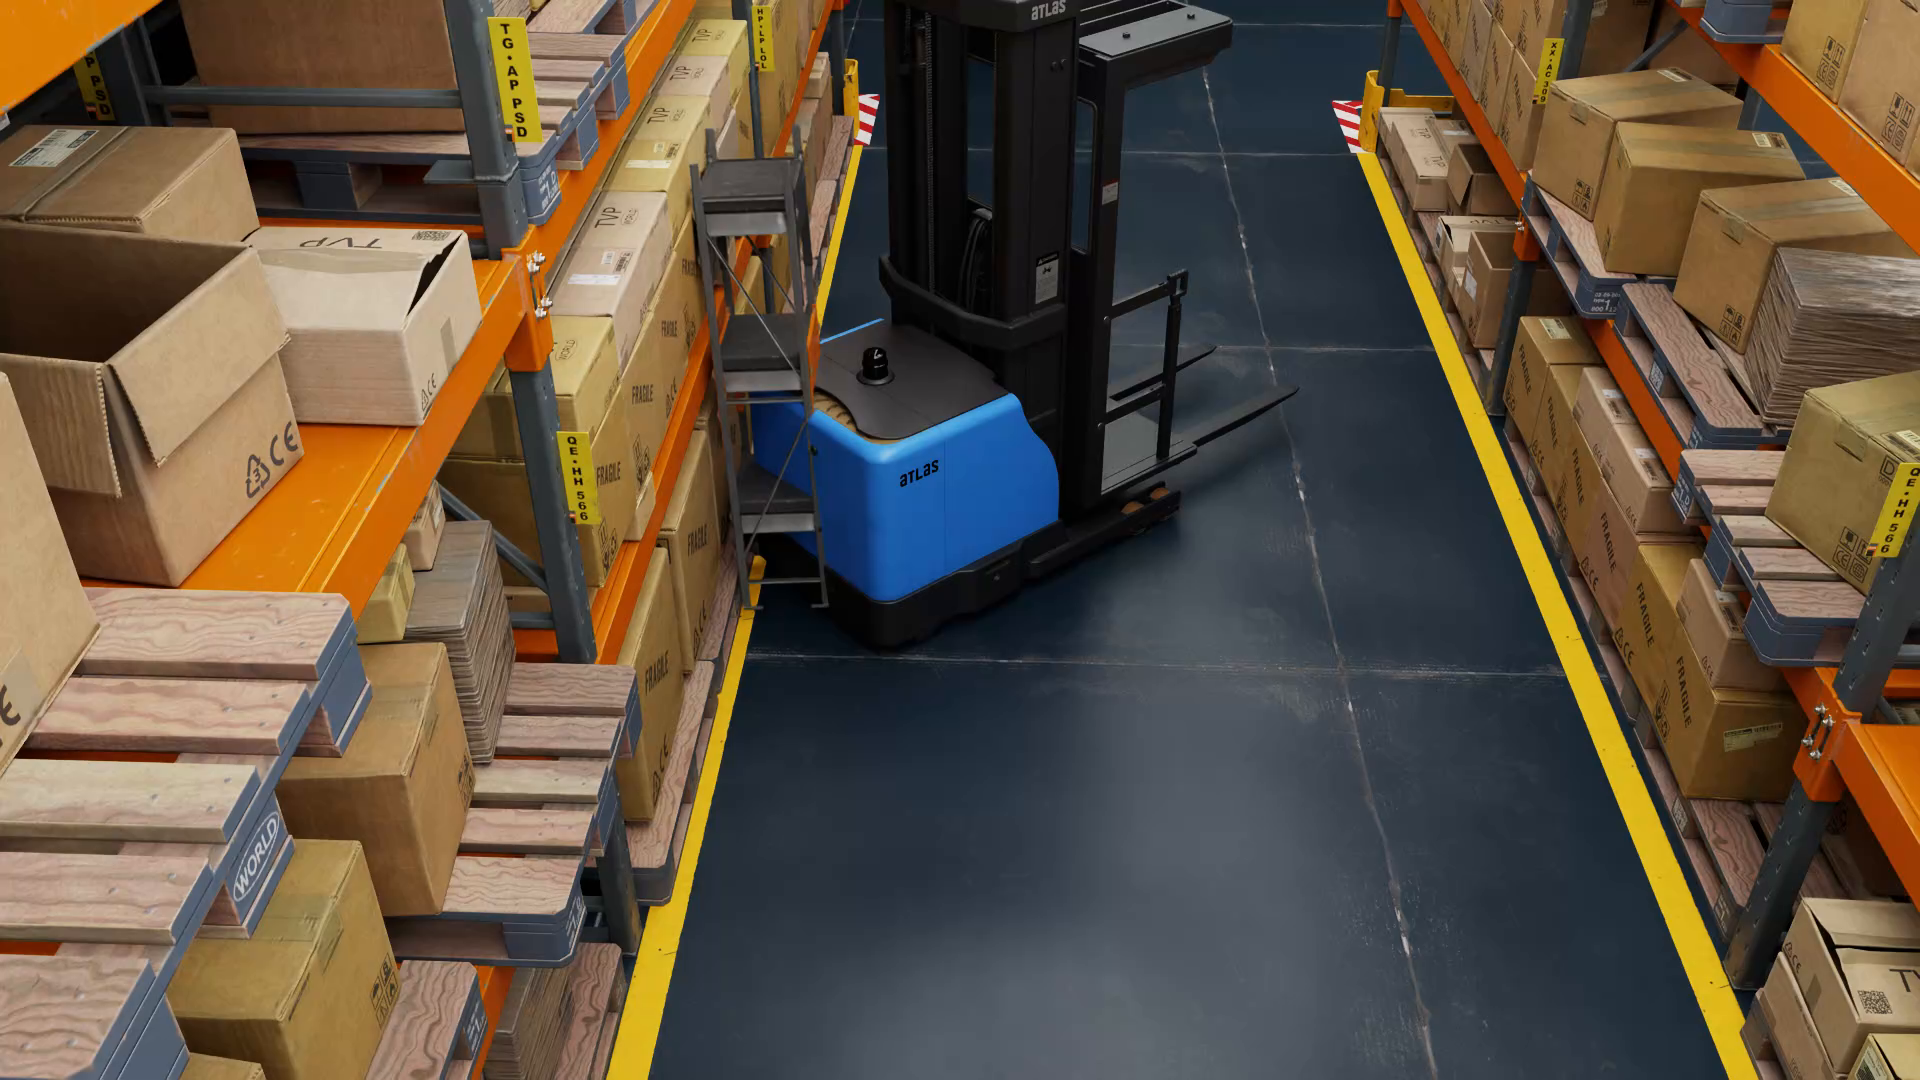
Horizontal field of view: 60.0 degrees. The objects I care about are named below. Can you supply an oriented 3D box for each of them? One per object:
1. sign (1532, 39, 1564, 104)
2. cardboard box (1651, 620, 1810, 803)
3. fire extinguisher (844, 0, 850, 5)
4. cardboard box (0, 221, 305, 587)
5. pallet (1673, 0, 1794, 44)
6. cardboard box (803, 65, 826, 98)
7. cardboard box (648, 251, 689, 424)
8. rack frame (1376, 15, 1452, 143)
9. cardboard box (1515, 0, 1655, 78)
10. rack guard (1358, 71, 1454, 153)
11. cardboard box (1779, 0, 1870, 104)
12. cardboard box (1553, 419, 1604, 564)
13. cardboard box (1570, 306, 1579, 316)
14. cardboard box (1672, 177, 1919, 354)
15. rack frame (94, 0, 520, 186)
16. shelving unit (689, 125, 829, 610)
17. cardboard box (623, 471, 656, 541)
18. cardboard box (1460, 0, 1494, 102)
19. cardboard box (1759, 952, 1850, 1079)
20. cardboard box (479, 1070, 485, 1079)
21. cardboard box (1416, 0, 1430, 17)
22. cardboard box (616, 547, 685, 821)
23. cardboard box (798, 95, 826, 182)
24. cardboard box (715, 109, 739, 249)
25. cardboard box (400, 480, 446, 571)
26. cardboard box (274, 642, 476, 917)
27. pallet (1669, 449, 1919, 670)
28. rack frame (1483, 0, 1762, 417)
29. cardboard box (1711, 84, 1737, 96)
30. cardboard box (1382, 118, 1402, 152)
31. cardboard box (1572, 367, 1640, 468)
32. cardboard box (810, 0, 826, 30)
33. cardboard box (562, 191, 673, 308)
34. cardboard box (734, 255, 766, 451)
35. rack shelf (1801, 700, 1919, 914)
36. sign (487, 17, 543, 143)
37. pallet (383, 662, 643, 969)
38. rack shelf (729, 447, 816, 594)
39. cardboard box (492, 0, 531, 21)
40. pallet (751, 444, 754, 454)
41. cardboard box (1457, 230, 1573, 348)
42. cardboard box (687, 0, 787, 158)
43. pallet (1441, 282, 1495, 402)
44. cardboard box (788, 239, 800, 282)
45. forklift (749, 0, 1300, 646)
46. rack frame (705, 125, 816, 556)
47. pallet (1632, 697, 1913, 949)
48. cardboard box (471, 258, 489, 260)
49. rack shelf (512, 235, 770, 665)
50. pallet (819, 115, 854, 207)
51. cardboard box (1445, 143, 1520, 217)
[{"bbox_3d":[2.887,-2.296,8.156,0.100,0.325,0.005,1,35,2],"label":"sign"},{"bbox_3d":[3.071,0.664,6.487,0.500,0.500,0.500,3,35,4],"label":"cardboard box"},{"bbox_3d":[-0.893,-4.236,12.060,0.296,0.674,0.183,1,35,2],"label":"fire extinguisher"},{"bbox_3d":[-1.826,-0.283,3.328,0.797,0.503,0.637,6,36,9],"label":"cardboard box"},{"bbox_3d":[3.294,-2.115,6.206,1.213,0.211,1.003,1,35,2],"label":"pallet"},{"bbox_3d":[-1.121,-3.129,11.339,0.380,0.149,0.250,2,35,3],"label":"cardboard box"},{"bbox_3d":[-1.355,-0.778,6.385,0.500,0.500,0.500,1,35,2],"label":"cardboard box"},{"bbox_3d":[3.590,-4.232,11.663,1.000,3.000,0.127,1,35,2],"label":"rack frame"},{"bbox_3d":[3.191,-2.680,8.499,0.500,0.500,0.500,2,35,2],"label":"cardboard box"},{"bbox_3d":[3.587,-3.166,12.320,1.175,0.500,0.348,1,35,2],"label":"rack guard"},{"bbox_3d":[3.294,-1.747,5.431,0.910,0.500,0.500,1,35,2],"label":"cardboard box"},{"bbox_3d":[3.128,-0.225,7.753,0.500,0.500,0.500,2,35,2],"label":"cardboard box"},{"bbox_3d":[3.662,-1.250,9.376,0.500,0.311,0.500,1,35,2],"label":"cardboard box"},{"bbox_3d":[3.420,-1.130,6.797,0.700,0.500,0.500,-7,36,-10],"label":"cardboard box"},{"bbox_3d":[-1.681,-2.202,3.558,1.000,3.000,0.127,1,35,2],"label":"rack frame"},{"bbox_3d":[-0.837,-0.717,7.348,0.431,2.100,0.503,-2,30,1],"label":"shelving unit"},{"bbox_3d":[-1.323,-0.132,6.031,0.380,0.149,0.250,2,35,3],"label":"cardboard box"},{"bbox_3d":[3.230,-2.859,9.623,0.500,0.500,0.500,2,35,3],"label":"cardboard box"},{"bbox_3d":[2.954,1.612,5.374,0.500,0.250,0.500,1,35,2],"label":"cardboard box"},{"bbox_3d":[-1.795,1.803,4.867,0.700,0.500,0.500,1,35,2],"label":"cardboard box"},{"bbox_3d":[3.293,-3.728,10.858,0.500,0.500,0.500,1,35,1],"label":"cardboard box"},{"bbox_3d":[-1.521,0.540,6.377,0.750,0.750,0.750,1,35,1],"label":"cardboard box"},{"bbox_3d":[-1.308,-2.801,11.436,0.700,0.500,0.500,1,35,2],"label":"cardboard box"},{"bbox_3d":[-1.298,-1.653,7.630,0.500,0.500,0.500,2,35,2],"label":"cardboard box"},{"bbox_3d":[-1.665,-0.035,4.658,0.380,0.149,0.250,-3,35,-4],"label":"cardboard box"},{"bbox_3d":[-1.686,0.623,4.285,0.700,0.500,0.500,-2,35,-3],"label":"cardboard box"},{"bbox_3d":[3.226,0.052,5.735,1.213,0.211,1.003,1,35,2],"label":"pallet"},{"bbox_3d":[3.429,-1.934,8.393,1.000,3.000,0.127,1,35,2],"label":"rack frame"},{"bbox_3d":[3.722,-2.261,8.772,0.500,0.500,0.500,2,35,3],"label":"cardboard box"},{"bbox_3d":[3.220,-2.877,11.816,0.380,0.166,0.250,1,35,2],"label":"cardboard box"},{"bbox_3d":[3.126,-0.551,7.565,0.500,0.250,0.500,1,35,2],"label":"cardboard box"},{"bbox_3d":[-1.389,-3.755,10.724,0.980,0.700,0.700,1,35,2],"label":"cardboard box"},{"bbox_3d":[-1.369,-1.077,6.158,0.500,0.250,0.500,2,35,2],"label":"cardboard box"},{"bbox_3d":[-1.417,-0.962,8.514,0.750,0.750,0.750,2,35,2],"label":"cardboard box"},{"bbox_3d":[3.188,1.808,3.695,1.077,0.370,4.000,1,35,2],"label":"rack shelf"},{"bbox_3d":[-1.139,-1.173,4.252,0.100,0.325,0.005,1,35,2],"label":"sign"},{"bbox_3d":[-1.604,0.742,4.752,1.213,0.211,1.003,1,35,2],"label":"pallet"},{"bbox_3d":[-0.810,-0.101,7.707,0.431,0.518,0.480,-2,30,1],"label":"rack shelf"},{"bbox_3d":[-1.750,-1.782,5.098,0.700,0.500,0.500,0,35,-1],"label":"cardboard box"},{"bbox_3d":[-1.476,-0.460,8.721,1.003,0.211,1.213,1,35,2],"label":"pallet"},{"bbox_3d":[3.169,-1.425,9.460,0.500,0.500,0.500,1,35,2],"label":"cardboard box"},{"bbox_3d":[-1.483,-2.480,8.909,0.980,0.700,0.700,2,35,3],"label":"cardboard box"},{"bbox_3d":[3.458,-1.187,9.756,1.003,0.211,1.213,1,35,2],"label":"pallet"},{"bbox_3d":[-1.365,-1.911,10.169,0.700,0.500,0.500,1,35,1],"label":"cardboard box"},{"bbox_3d":[0.478,-1.432,7.738,3.031,2.935,1.130,-26,43,-32],"label":"forklift"},{"bbox_3d":[-0.837,-0.840,7.559,0.400,2.100,0.015,-2,30,1],"label":"rack frame"},{"bbox_3d":[3.336,1.077,6.534,1.003,0.211,1.213,1,35,2],"label":"pallet"},{"bbox_3d":[-1.898,-0.790,5.750,0.500,0.250,0.500,0,35,0],"label":"cardboard box"},{"bbox_3d":[-1.601,-0.603,7.125,1.077,0.370,4.000,1,35,2],"label":"rack shelf"},{"bbox_3d":[-1.314,-2.742,11.968,1.003,0.211,1.213,1,35,2],"label":"pallet"},{"bbox_3d":[3.499,-2.172,10.520,0.797,0.503,0.637,1,35,2],"label":"cardboard box"}]
